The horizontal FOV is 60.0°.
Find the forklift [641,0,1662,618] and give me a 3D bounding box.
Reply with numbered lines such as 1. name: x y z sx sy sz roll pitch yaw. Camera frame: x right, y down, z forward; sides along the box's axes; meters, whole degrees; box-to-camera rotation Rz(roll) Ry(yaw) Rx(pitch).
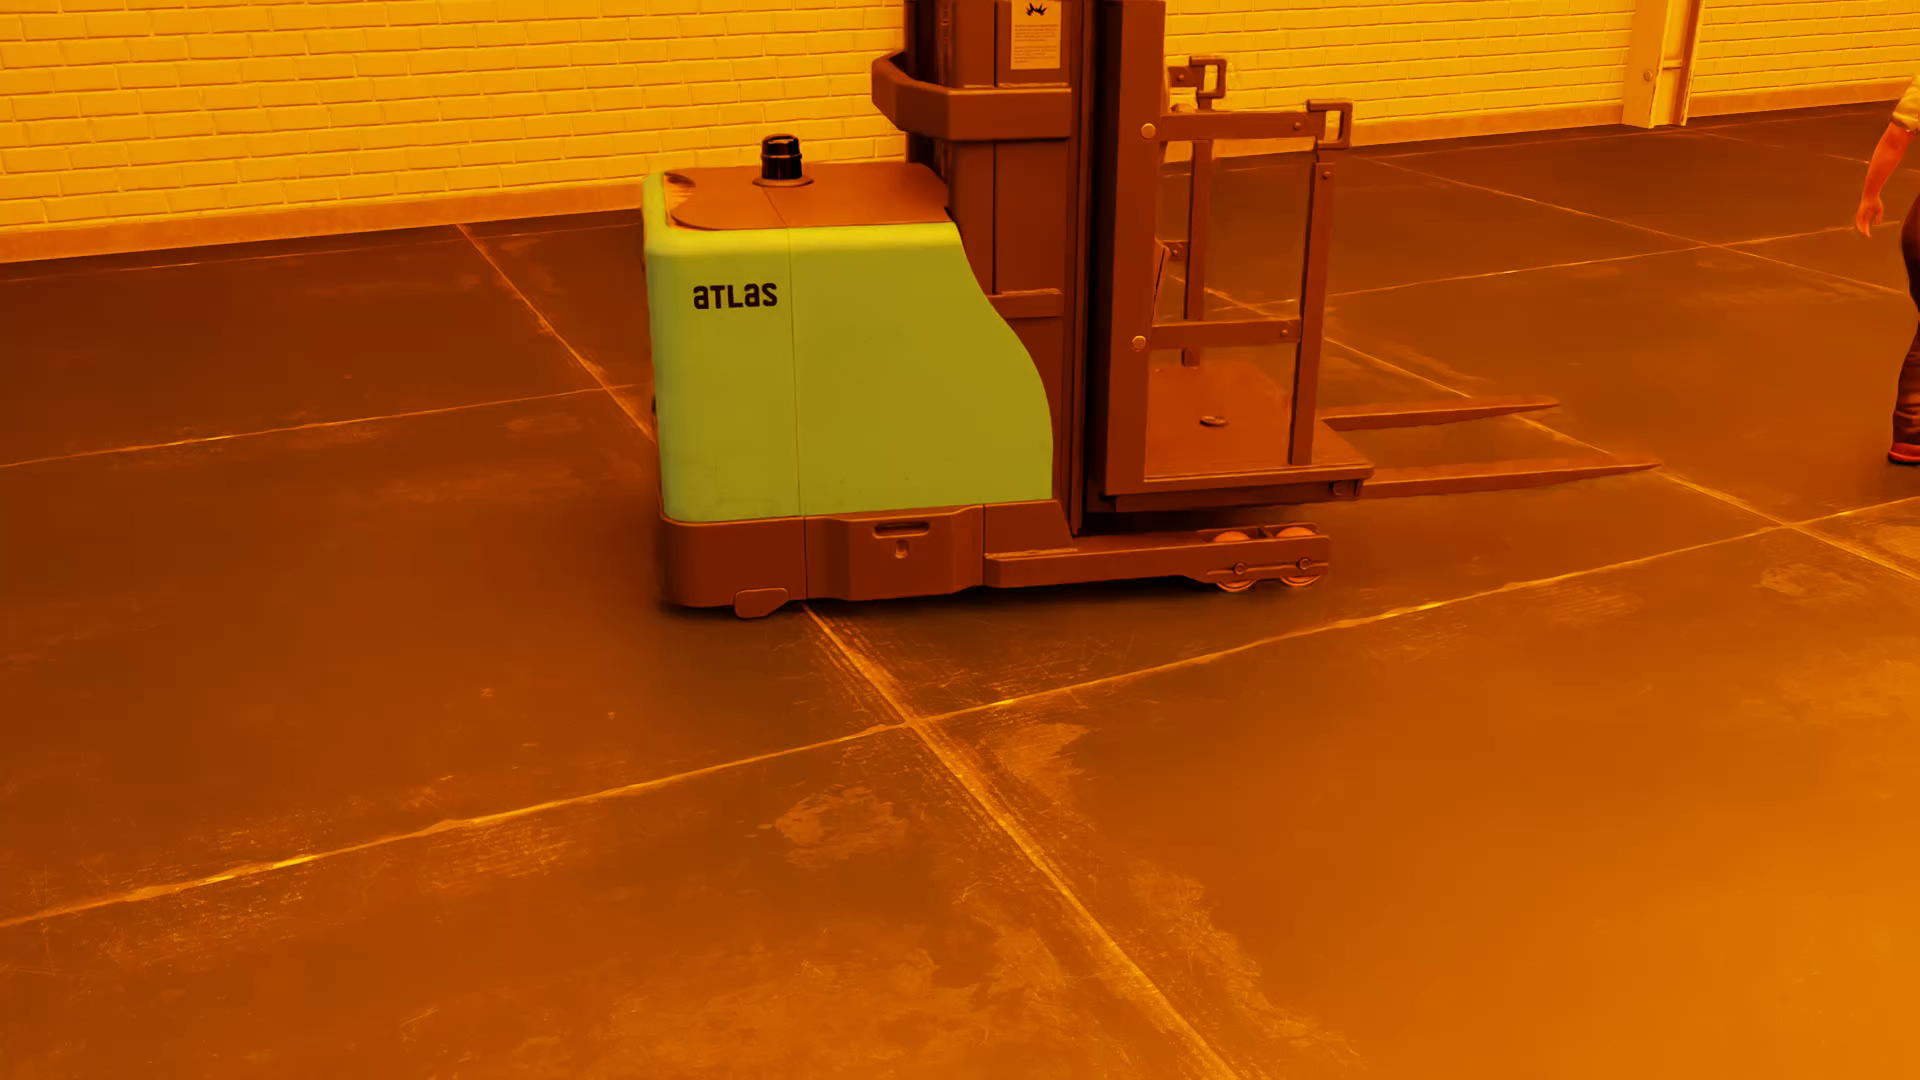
1. forklift: 0.604 -1.402 4.662 3.031 2.935 1.130 -4 23 -10

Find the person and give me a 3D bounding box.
1. person: 3.318 -1.014 5.458 0.453 1.619 0.710 -14 26 -30
